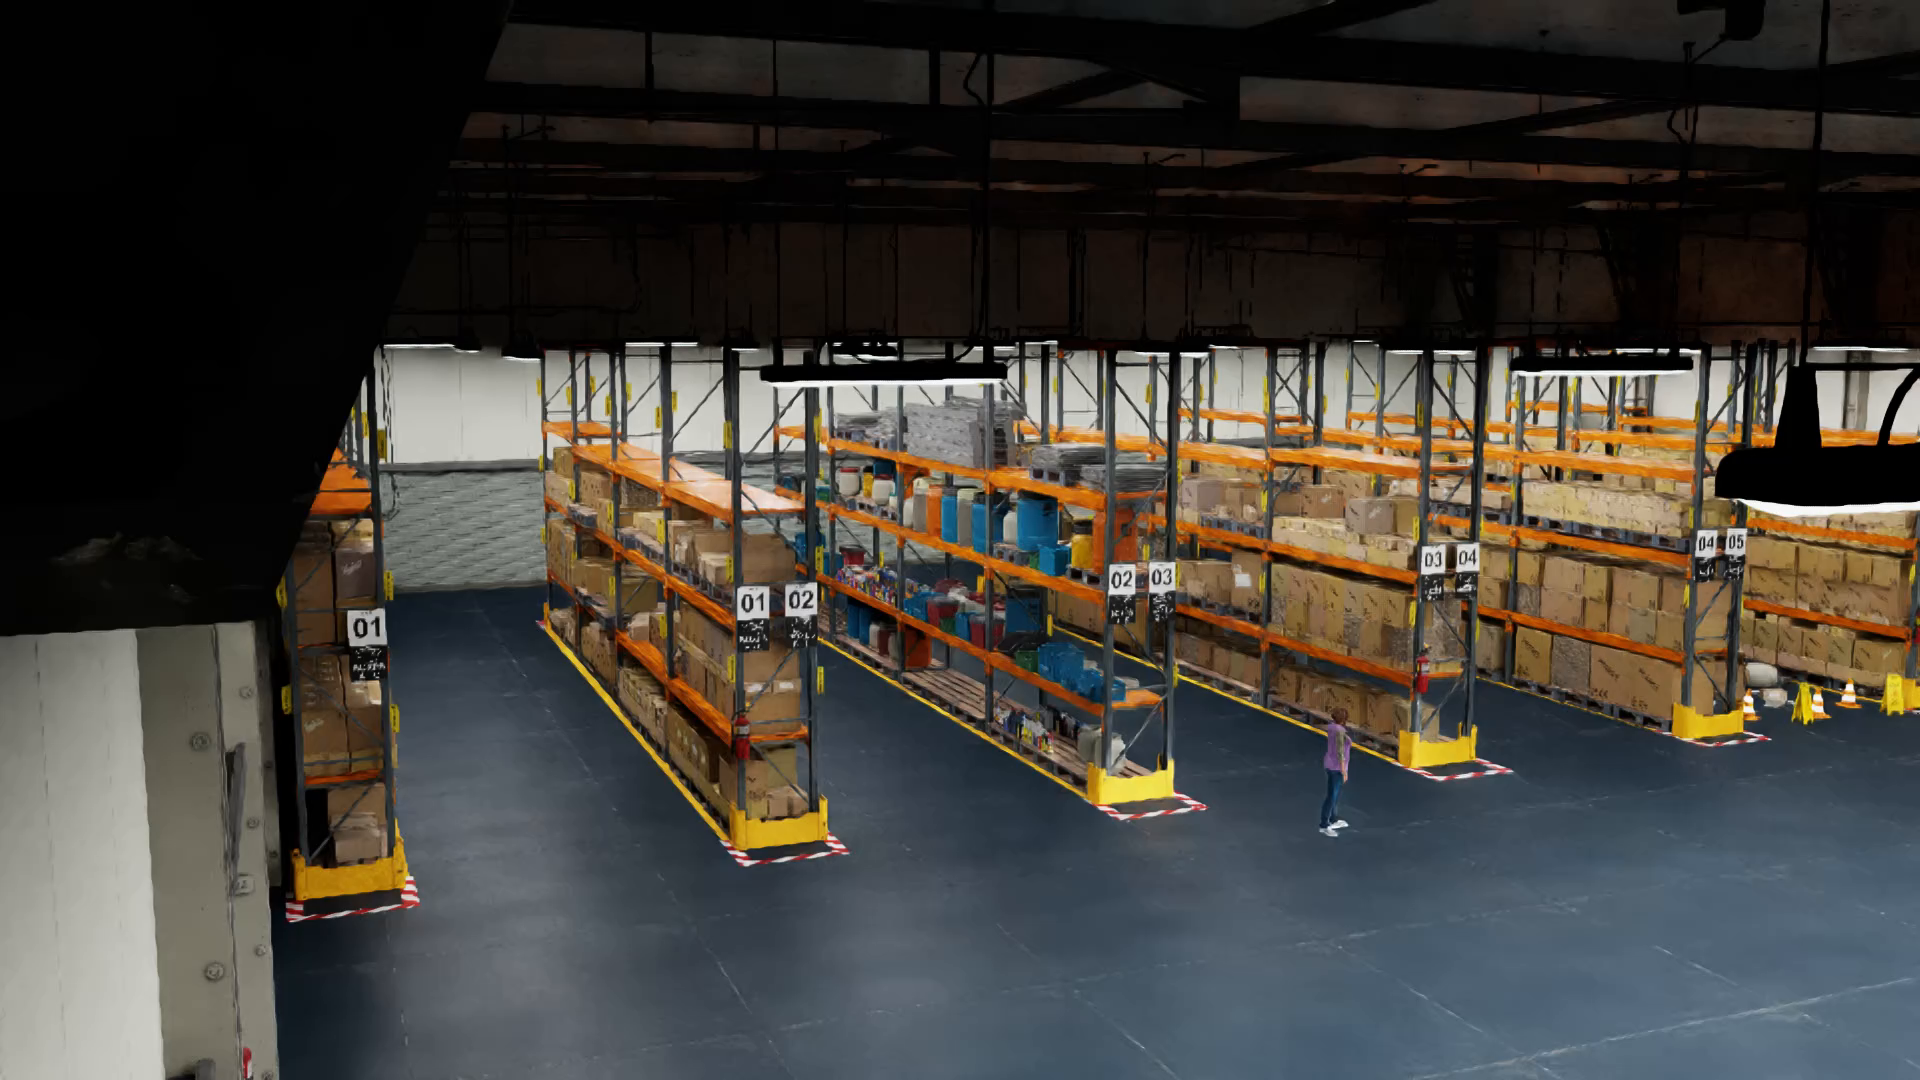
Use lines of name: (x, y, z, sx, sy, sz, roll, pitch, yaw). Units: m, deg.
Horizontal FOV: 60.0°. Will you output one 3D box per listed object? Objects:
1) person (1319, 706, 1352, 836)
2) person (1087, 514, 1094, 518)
person: (4.684, 2.854, 20.678, 0.422, 1.599, 0.522, 0, 7, -1)
person: (3.132, 0.212, 40.602, 0.719, 1.714, 0.578, -3, 8, -23)
